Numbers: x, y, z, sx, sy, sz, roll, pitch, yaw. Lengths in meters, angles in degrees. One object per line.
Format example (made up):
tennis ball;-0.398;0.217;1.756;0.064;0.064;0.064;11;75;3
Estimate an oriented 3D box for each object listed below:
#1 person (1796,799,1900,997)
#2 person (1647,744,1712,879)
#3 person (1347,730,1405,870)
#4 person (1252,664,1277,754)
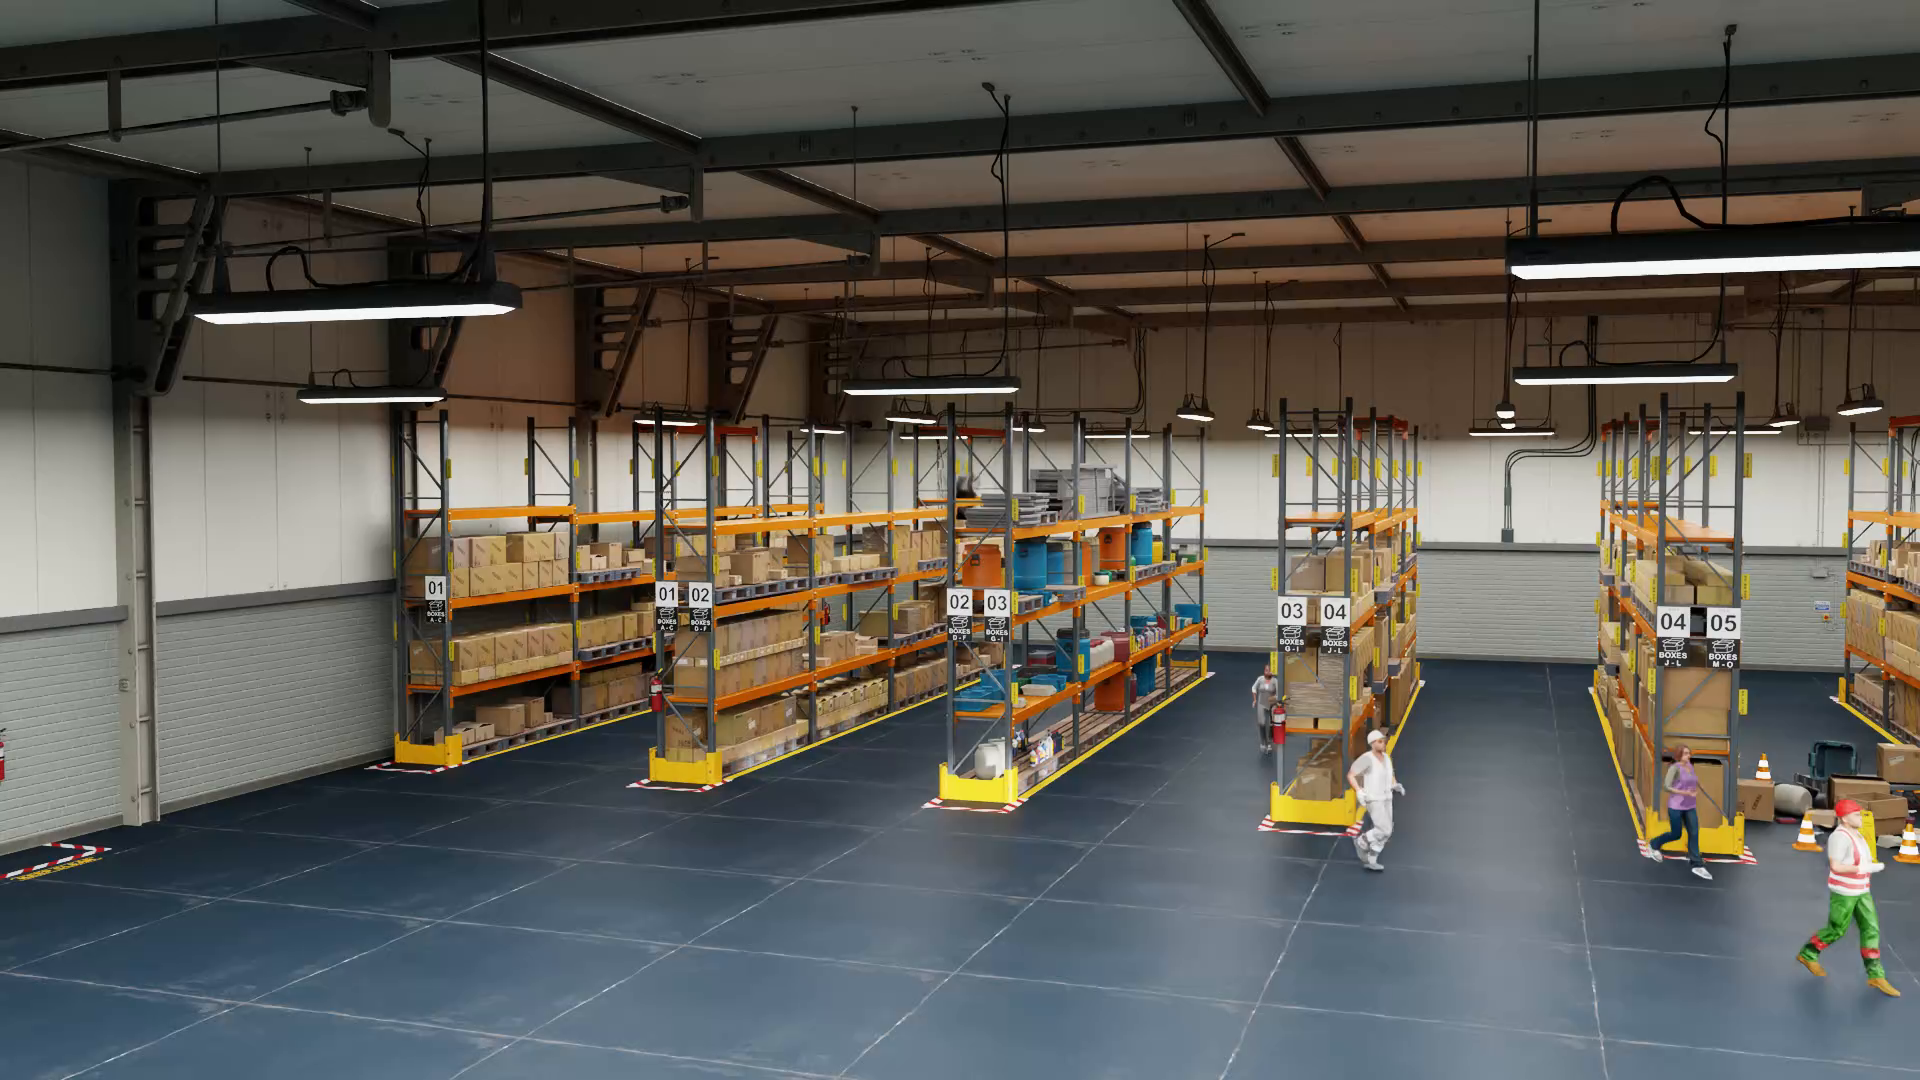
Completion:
person;8.535;3.393;15.977;0.648;1.809;0.920;-2;3;-35
person;8.876;3.309;20.487;0.544;1.594;0.878;-1;3;-26
person;5.214;3.240;20.649;0.667;1.739;0.588;-2;3;-36
person;5.367;2.952;29.101;0.500;1.579;0.730;0;2;10
